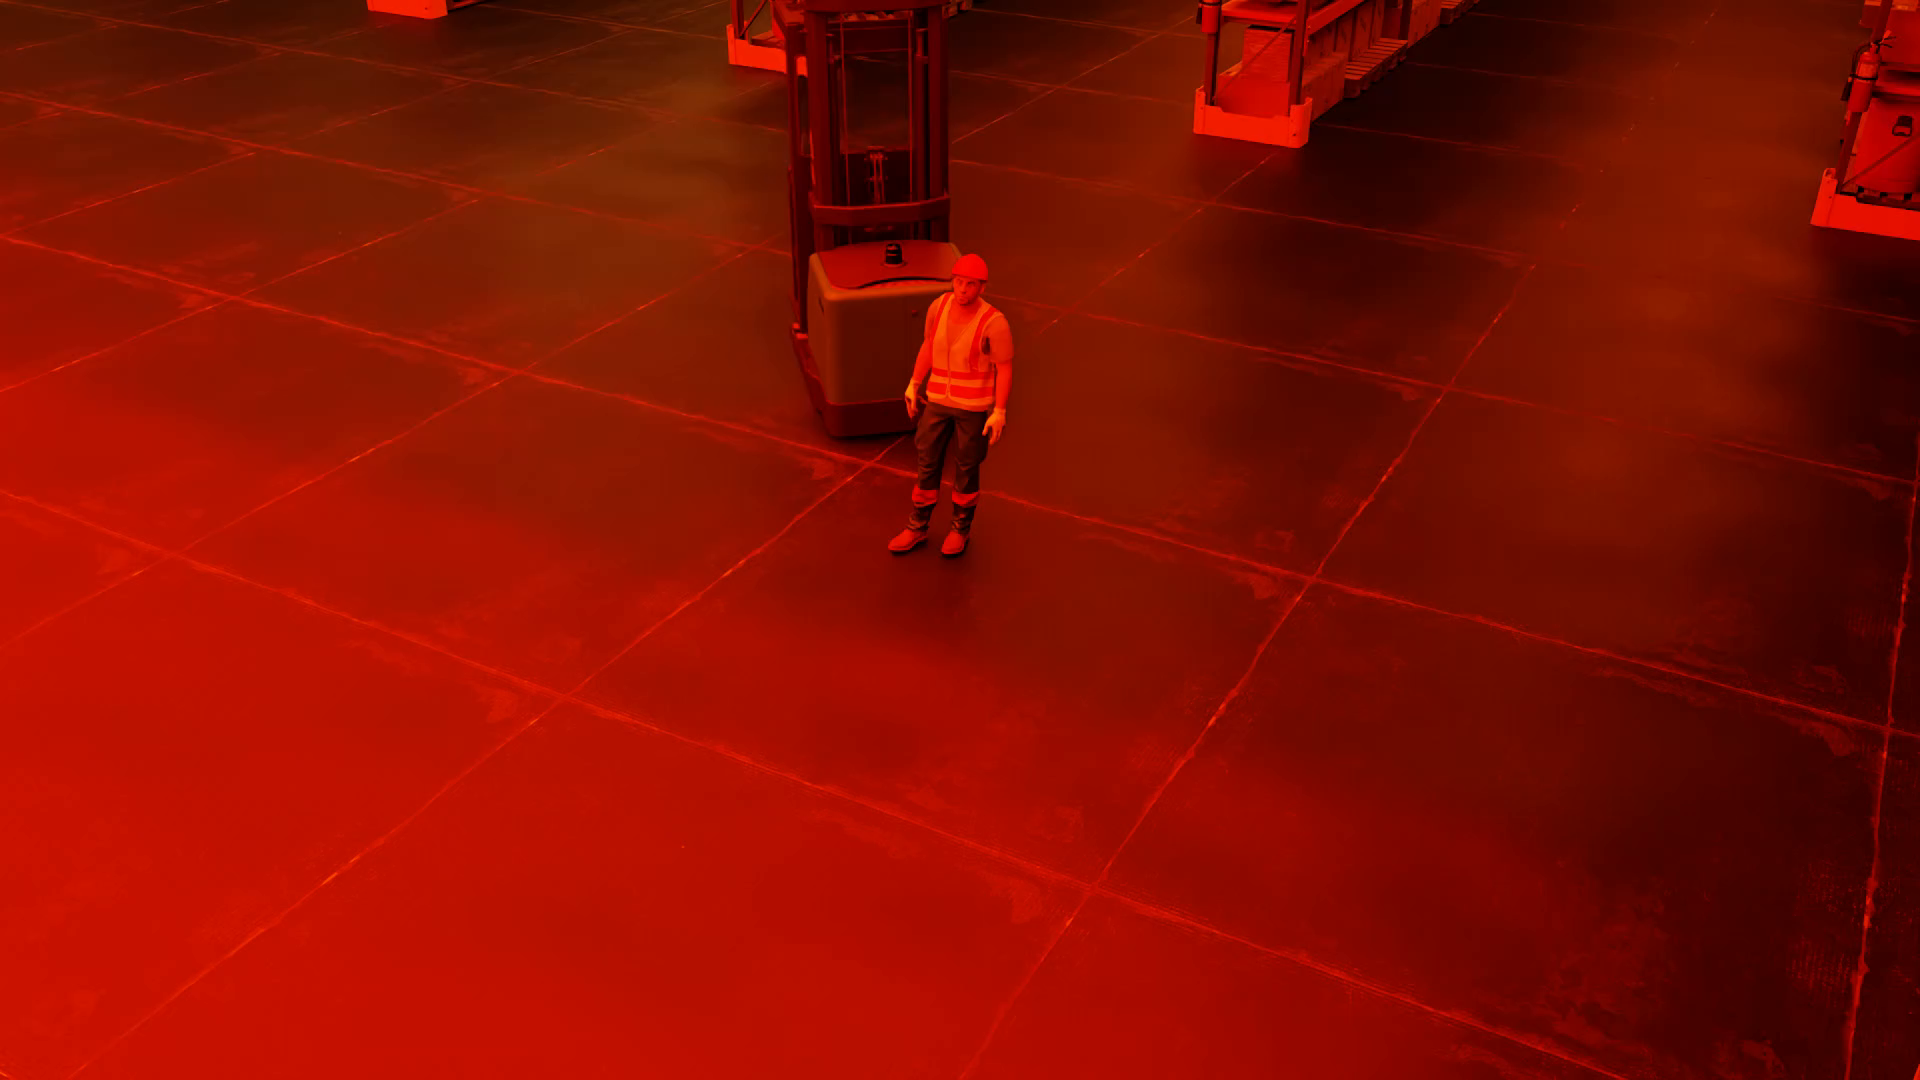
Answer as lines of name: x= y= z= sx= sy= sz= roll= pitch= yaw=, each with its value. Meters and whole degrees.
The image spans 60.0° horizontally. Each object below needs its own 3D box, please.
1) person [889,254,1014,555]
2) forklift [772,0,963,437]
person: x=-0.049 y=-0.749 z=9.496 sx=0.638 sy=1.787 sz=0.564 roll=15 pitch=33 yaw=25
forklift: x=-0.673 y=-2.675 z=11.706 sx=1.130 sy=2.935 sz=3.031 roll=-6 pitch=31 yaw=-11
